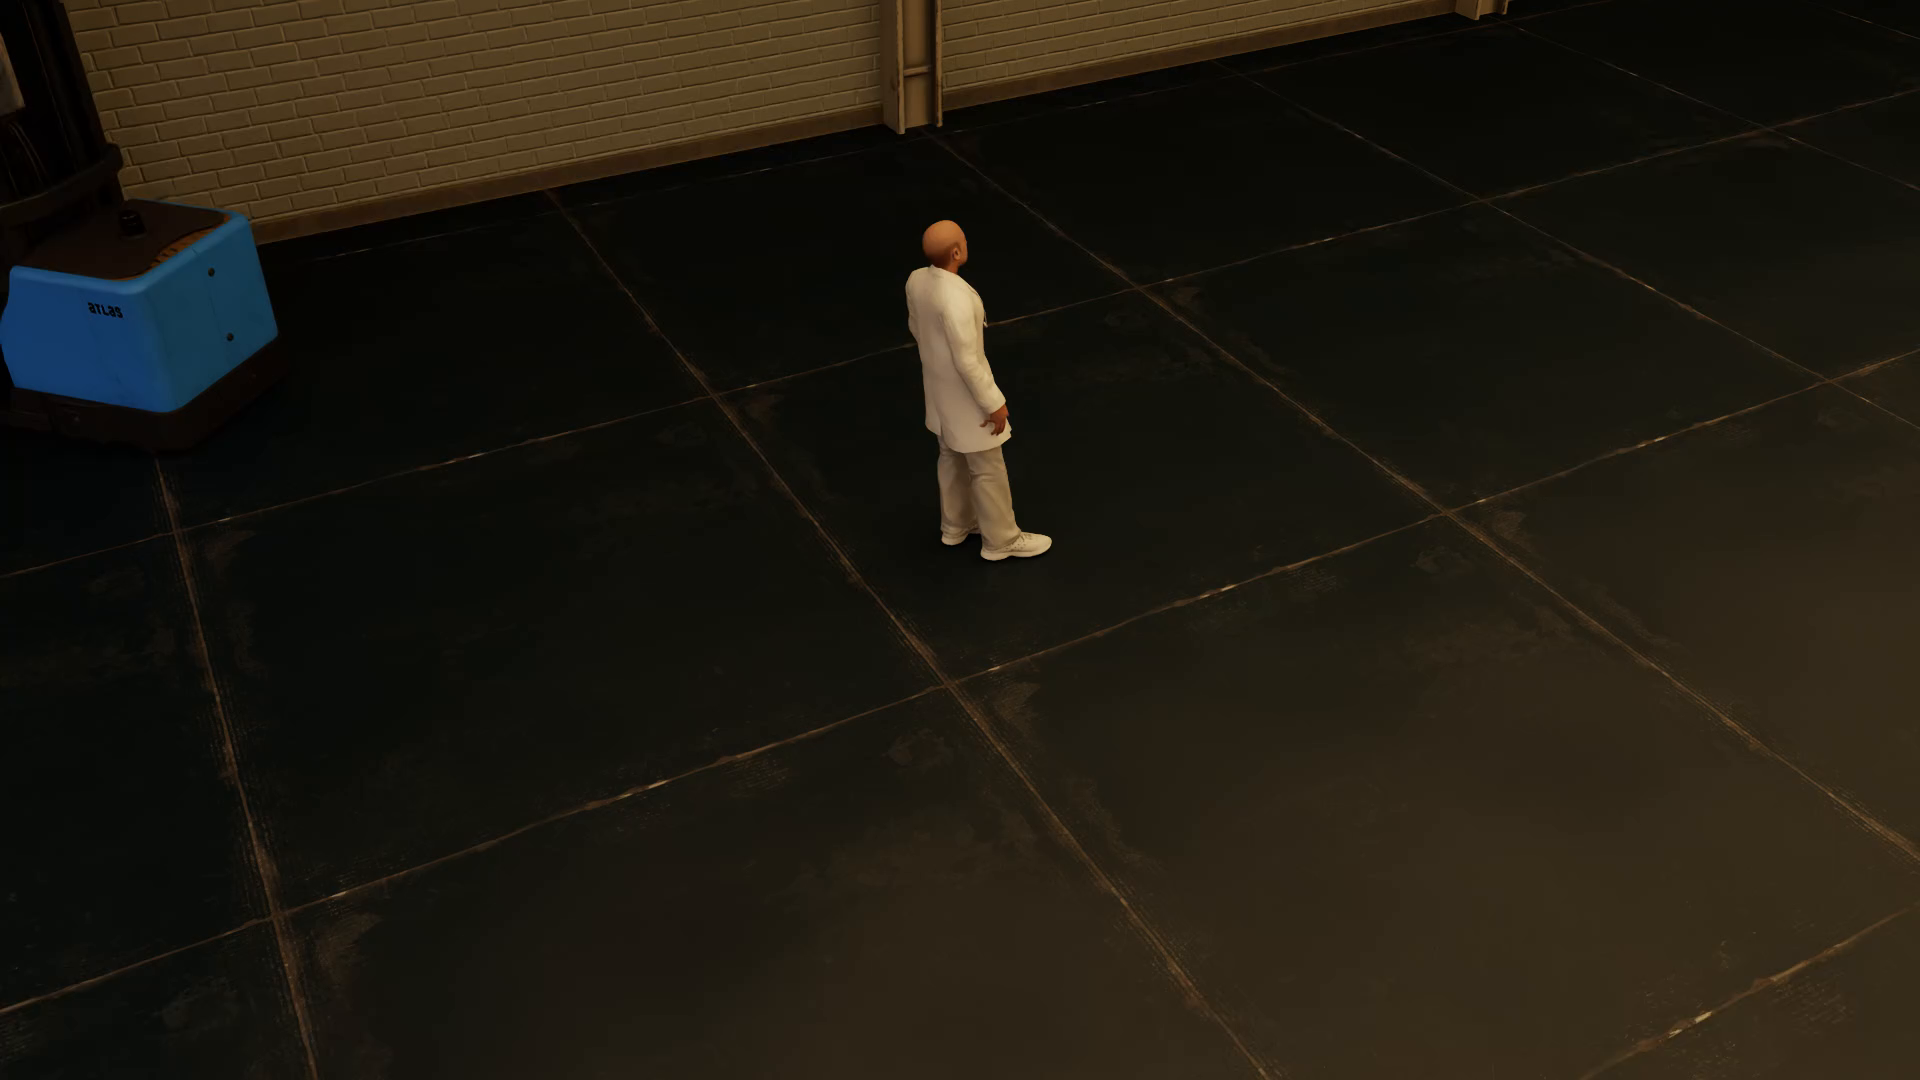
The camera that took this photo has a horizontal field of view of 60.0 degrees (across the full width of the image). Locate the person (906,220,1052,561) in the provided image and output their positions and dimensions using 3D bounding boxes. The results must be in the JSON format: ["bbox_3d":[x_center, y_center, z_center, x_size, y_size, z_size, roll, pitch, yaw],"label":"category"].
[{"bbox_3d":[0.082,-0.754,8.176,0.581,1.776,0.696,-17,39,-23],"label":"person"}]

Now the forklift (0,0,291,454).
[{"bbox_3d":[-5.593,-2.162,9.181,3.031,2.935,1.130,10,36,14],"label":"forklift"}]
